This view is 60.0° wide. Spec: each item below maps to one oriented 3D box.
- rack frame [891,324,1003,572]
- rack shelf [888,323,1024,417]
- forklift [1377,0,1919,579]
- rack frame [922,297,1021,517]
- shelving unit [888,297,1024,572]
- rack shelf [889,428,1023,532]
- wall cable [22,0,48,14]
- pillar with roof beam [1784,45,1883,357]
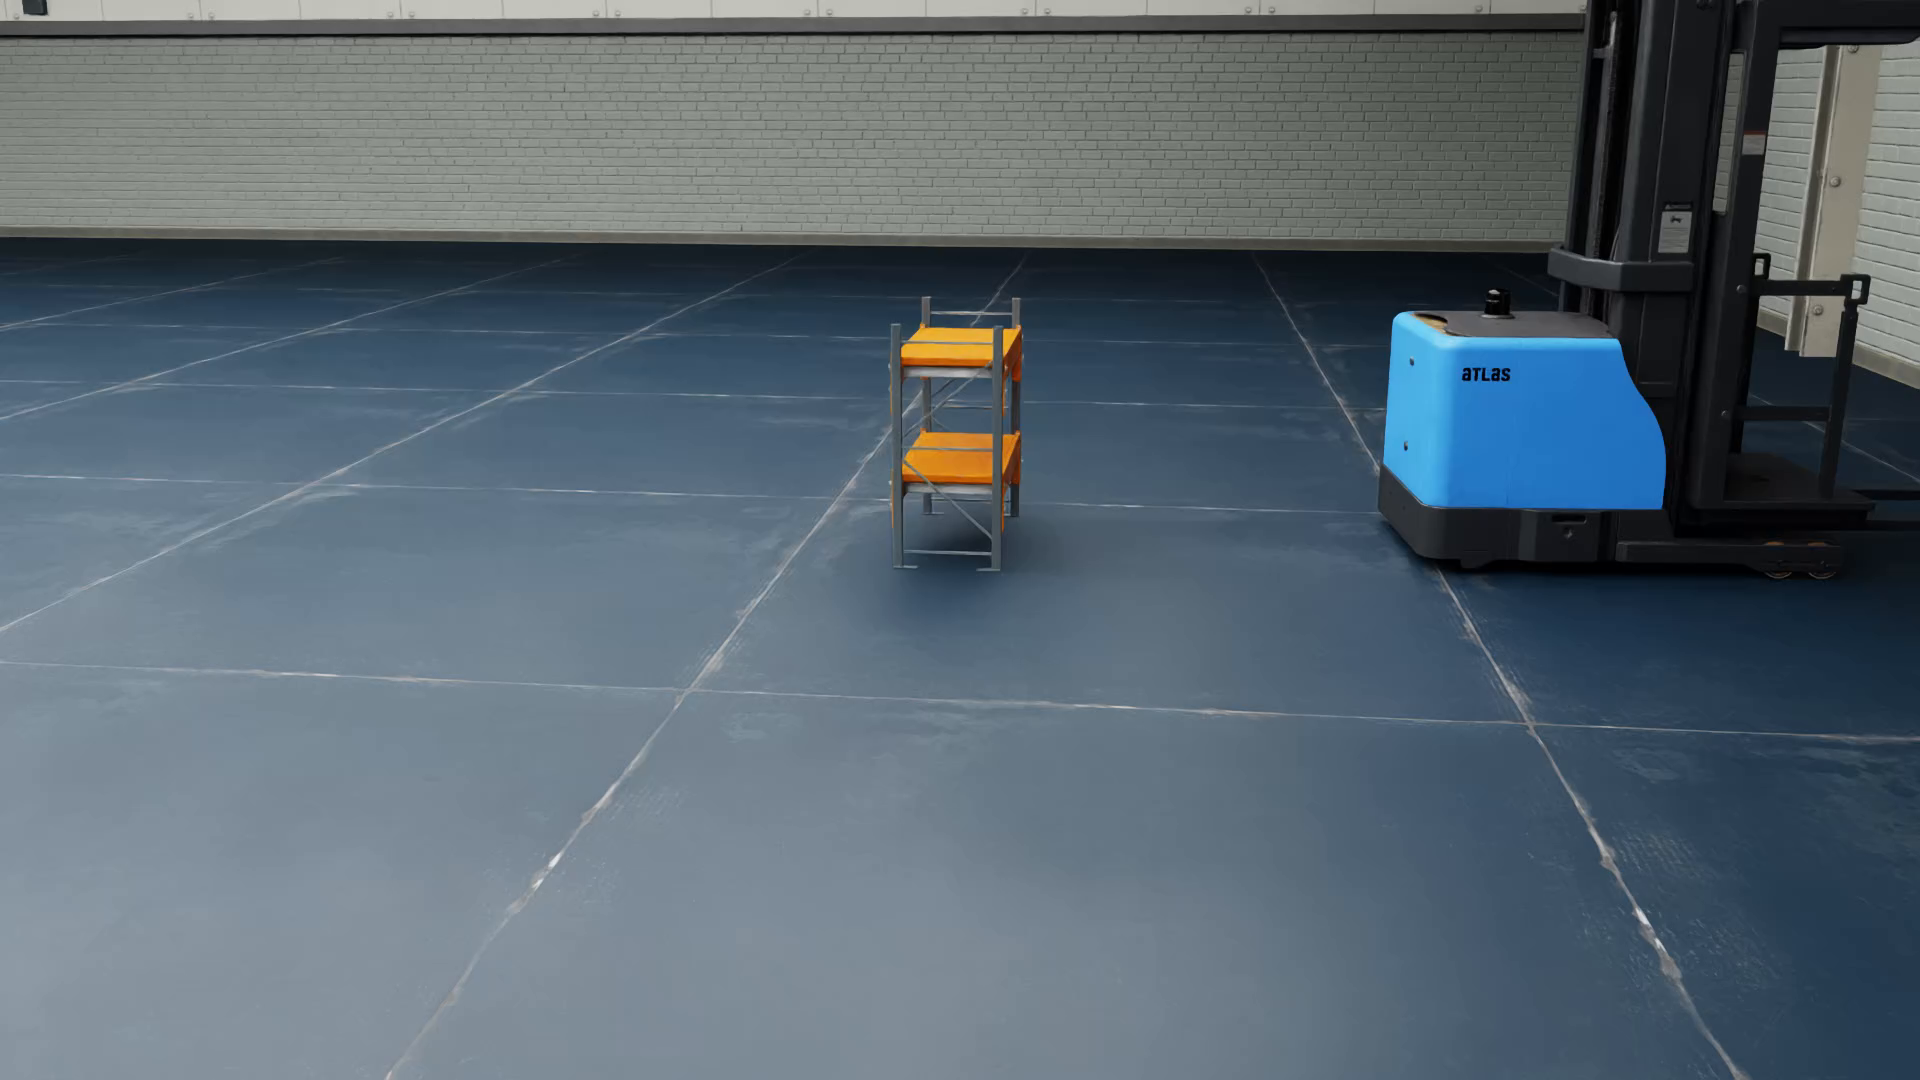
[{"bbox_3d":[-0.058,-0.409,7.521,0.500,1.125,0.032,2,15,6],"label":"rack frame"},{"bbox_3d":[-0.001,-0.824,7.932,0.538,0.278,1.000,2,15,6],"label":"rack shelf"},{"bbox_3d":[3.628,-1.380,7.652,3.031,2.935,1.130,1,15,2],"label":"forklift"},{"bbox_3d":[0.057,-0.673,8.496,0.500,1.125,0.032,2,15,6],"label":"rack frame"},{"bbox_3d":[-0.001,-0.541,8.009,0.538,1.125,1.048,2,15,6],"label":"shelving unit"},{"bbox_3d":[-0.001,-0.305,8.073,0.538,0.278,1.000,2,15,6],"label":"rack shelf"},{"bbox_3d":[-12.388,-10.481,23.169,2.305,6.003,0.169,2,15,6],"label":"wall cable"},{"bbox_3d":[2.878,-6.041,13.263,9.100,9.000,0.400,2,15,6],"label":"pillar with roof beam"}]
